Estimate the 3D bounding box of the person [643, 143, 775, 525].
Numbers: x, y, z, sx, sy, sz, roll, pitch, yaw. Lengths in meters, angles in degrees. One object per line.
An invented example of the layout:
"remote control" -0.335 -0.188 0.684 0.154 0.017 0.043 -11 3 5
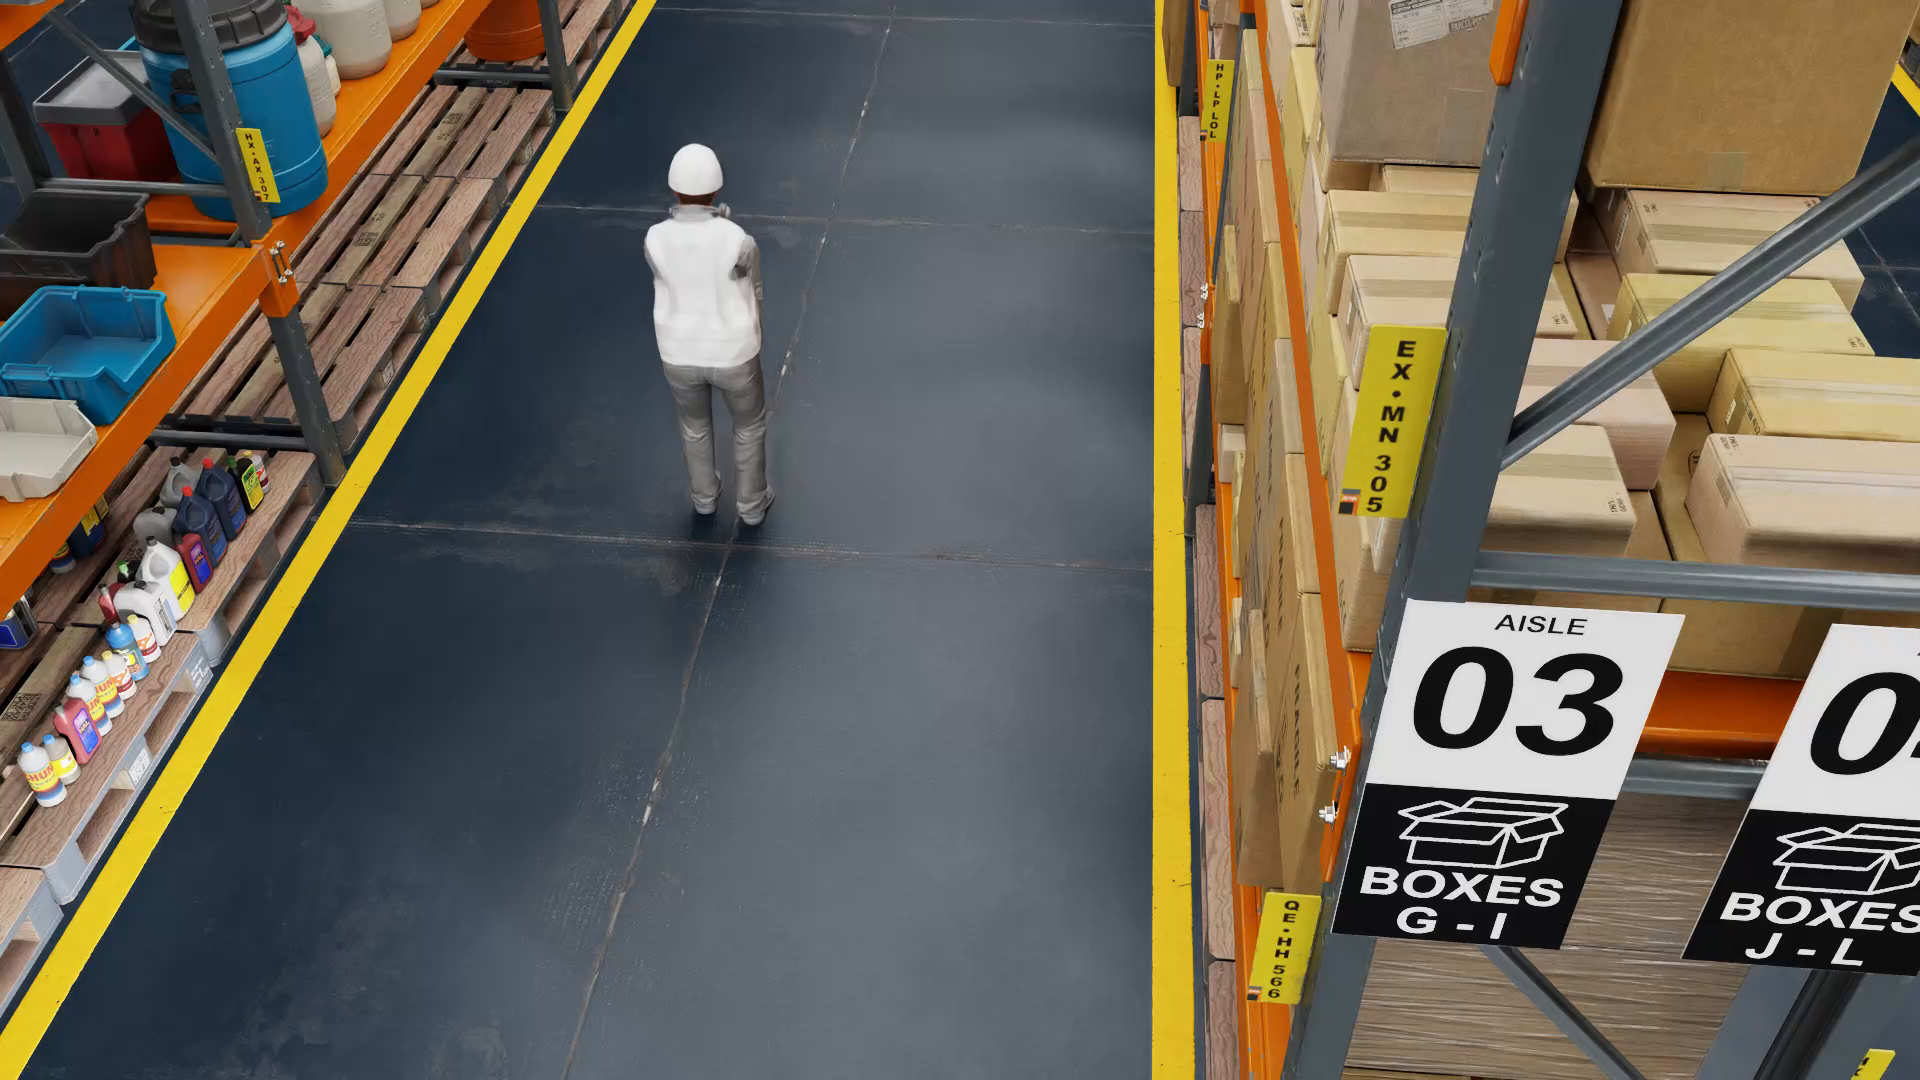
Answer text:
"person" -1.077 -0.876 7.205 0.484 1.756 0.584 3 40 3
